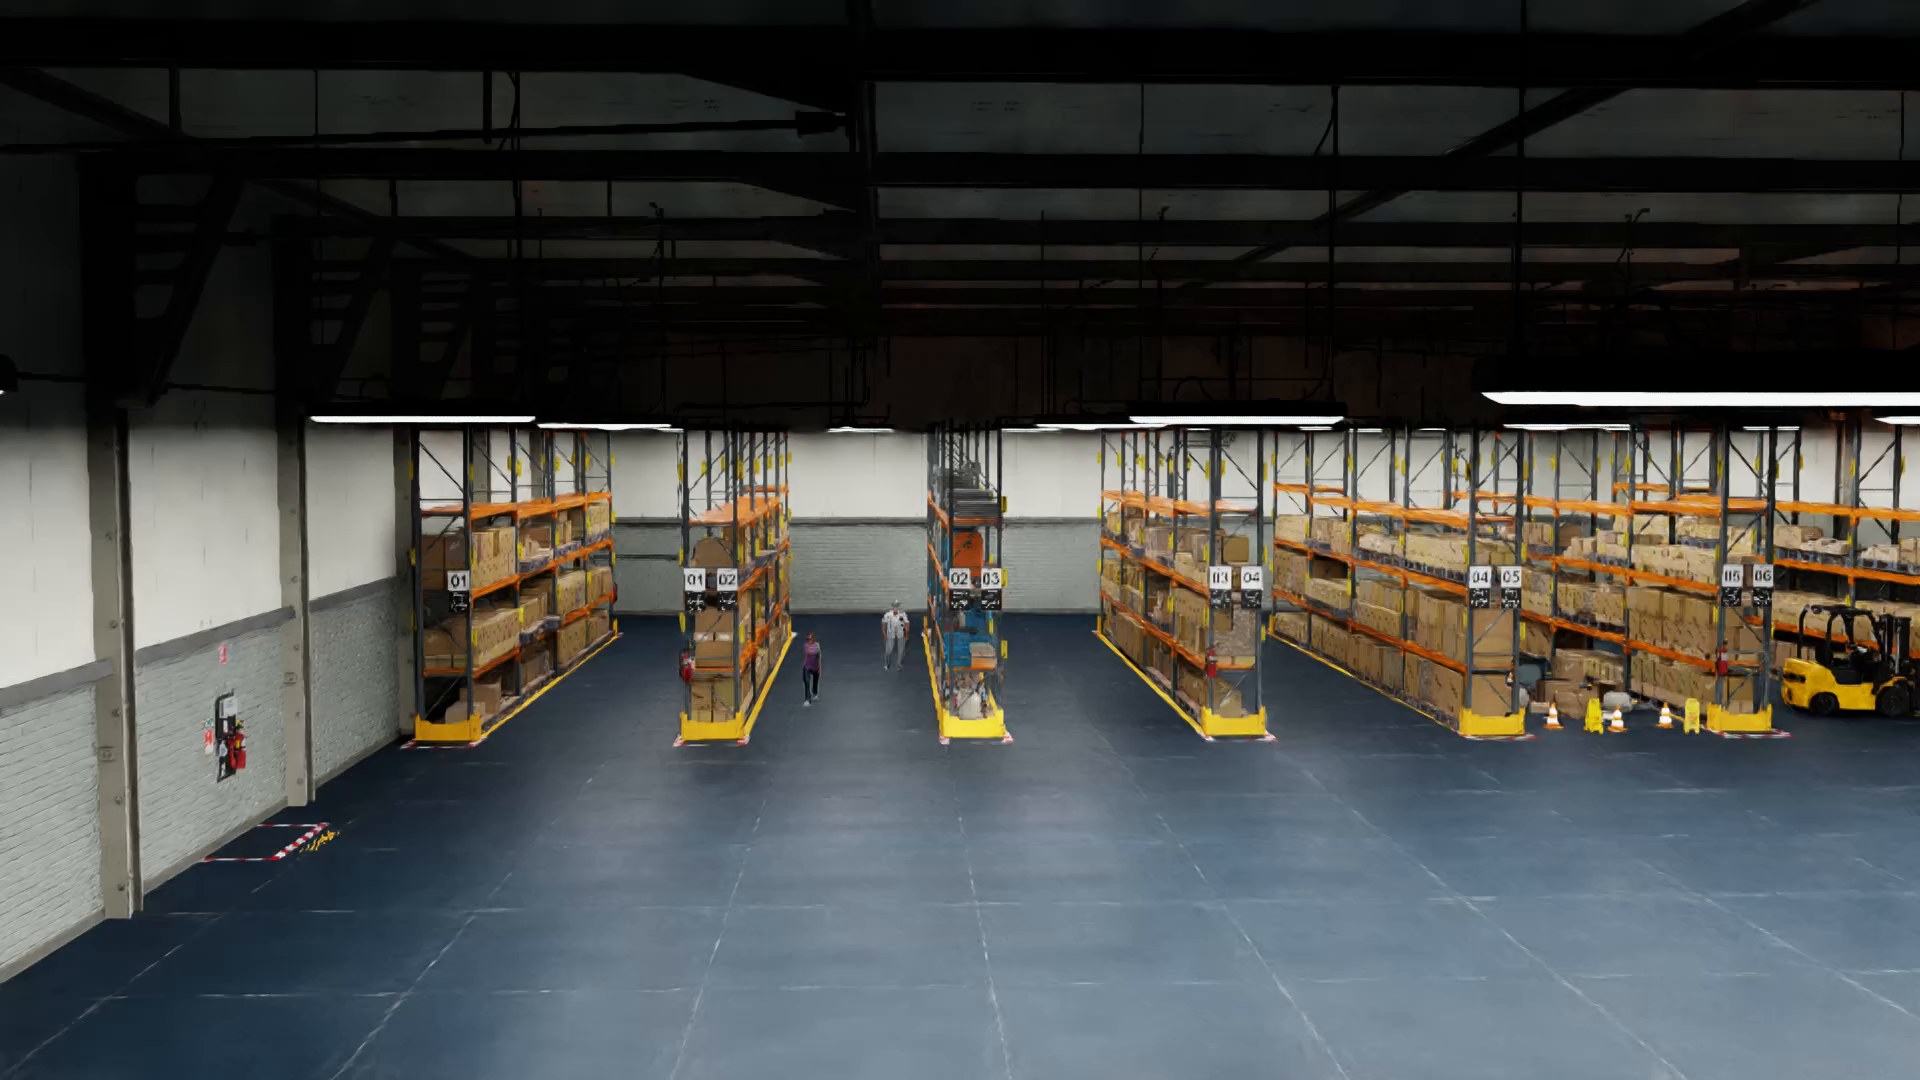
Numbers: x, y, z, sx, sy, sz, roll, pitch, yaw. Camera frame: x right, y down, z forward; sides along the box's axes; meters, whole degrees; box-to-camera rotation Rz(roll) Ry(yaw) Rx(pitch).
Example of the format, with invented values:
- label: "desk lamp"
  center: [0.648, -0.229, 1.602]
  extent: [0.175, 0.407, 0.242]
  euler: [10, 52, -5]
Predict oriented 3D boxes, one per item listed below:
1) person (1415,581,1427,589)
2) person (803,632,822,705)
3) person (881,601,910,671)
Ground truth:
- label: "person"
  center: [13.980, 1.708, 50.188]
  extent: [0.411, 1.589, 0.558]
  euler: [-2, 4, -33]
- label: "person"
  center: [-3.128, 2.705, 35.231]
  extent: [0.416, 1.509, 1.034]
  euler: [0, 4, -4]
- label: "person"
  center: [-1.557, 2.306, 40.068]
  extent: [0.682, 1.715, 0.528]
  euler: [0, 4, -3]
